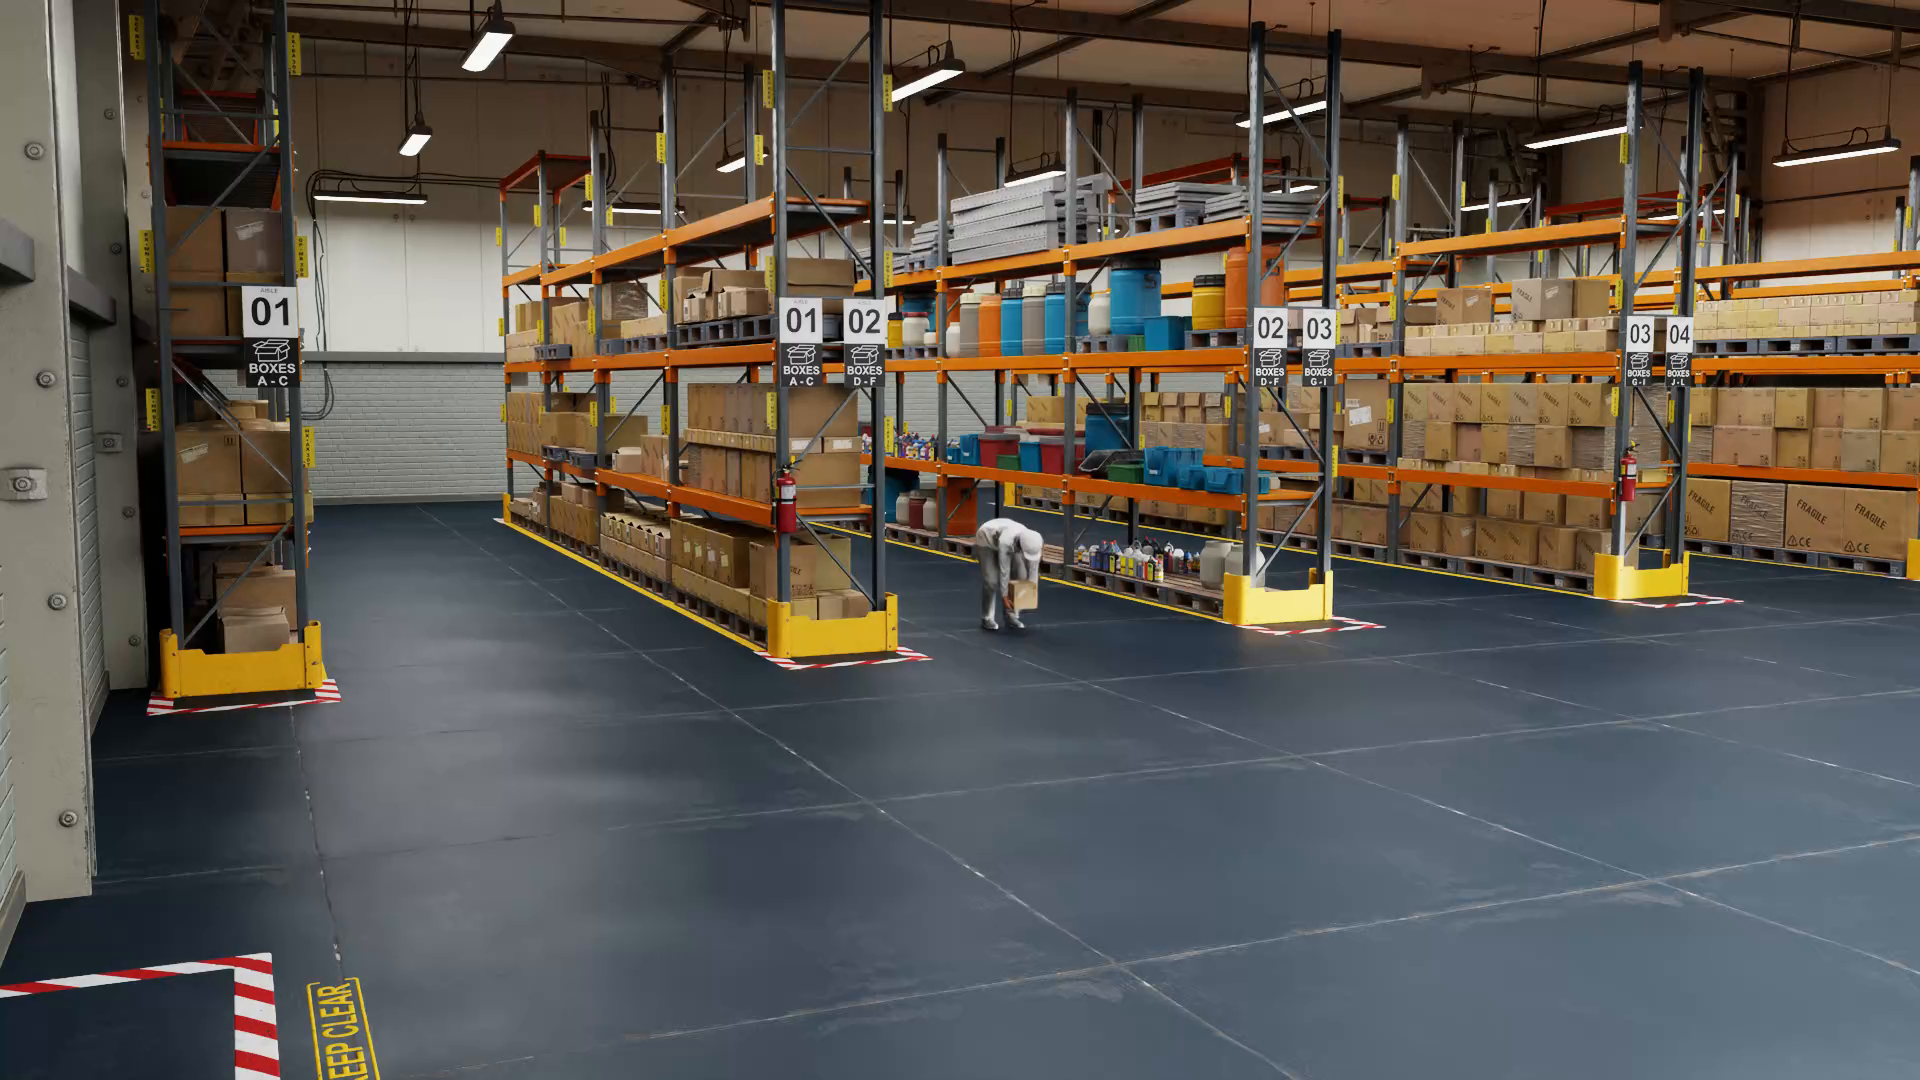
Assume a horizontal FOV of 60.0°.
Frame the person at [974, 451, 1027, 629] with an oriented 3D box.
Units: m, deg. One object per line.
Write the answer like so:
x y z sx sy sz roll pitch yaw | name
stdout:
0.423 -0.005 16.663 0.572 1.771 0.474 -3 6 -26 | person
